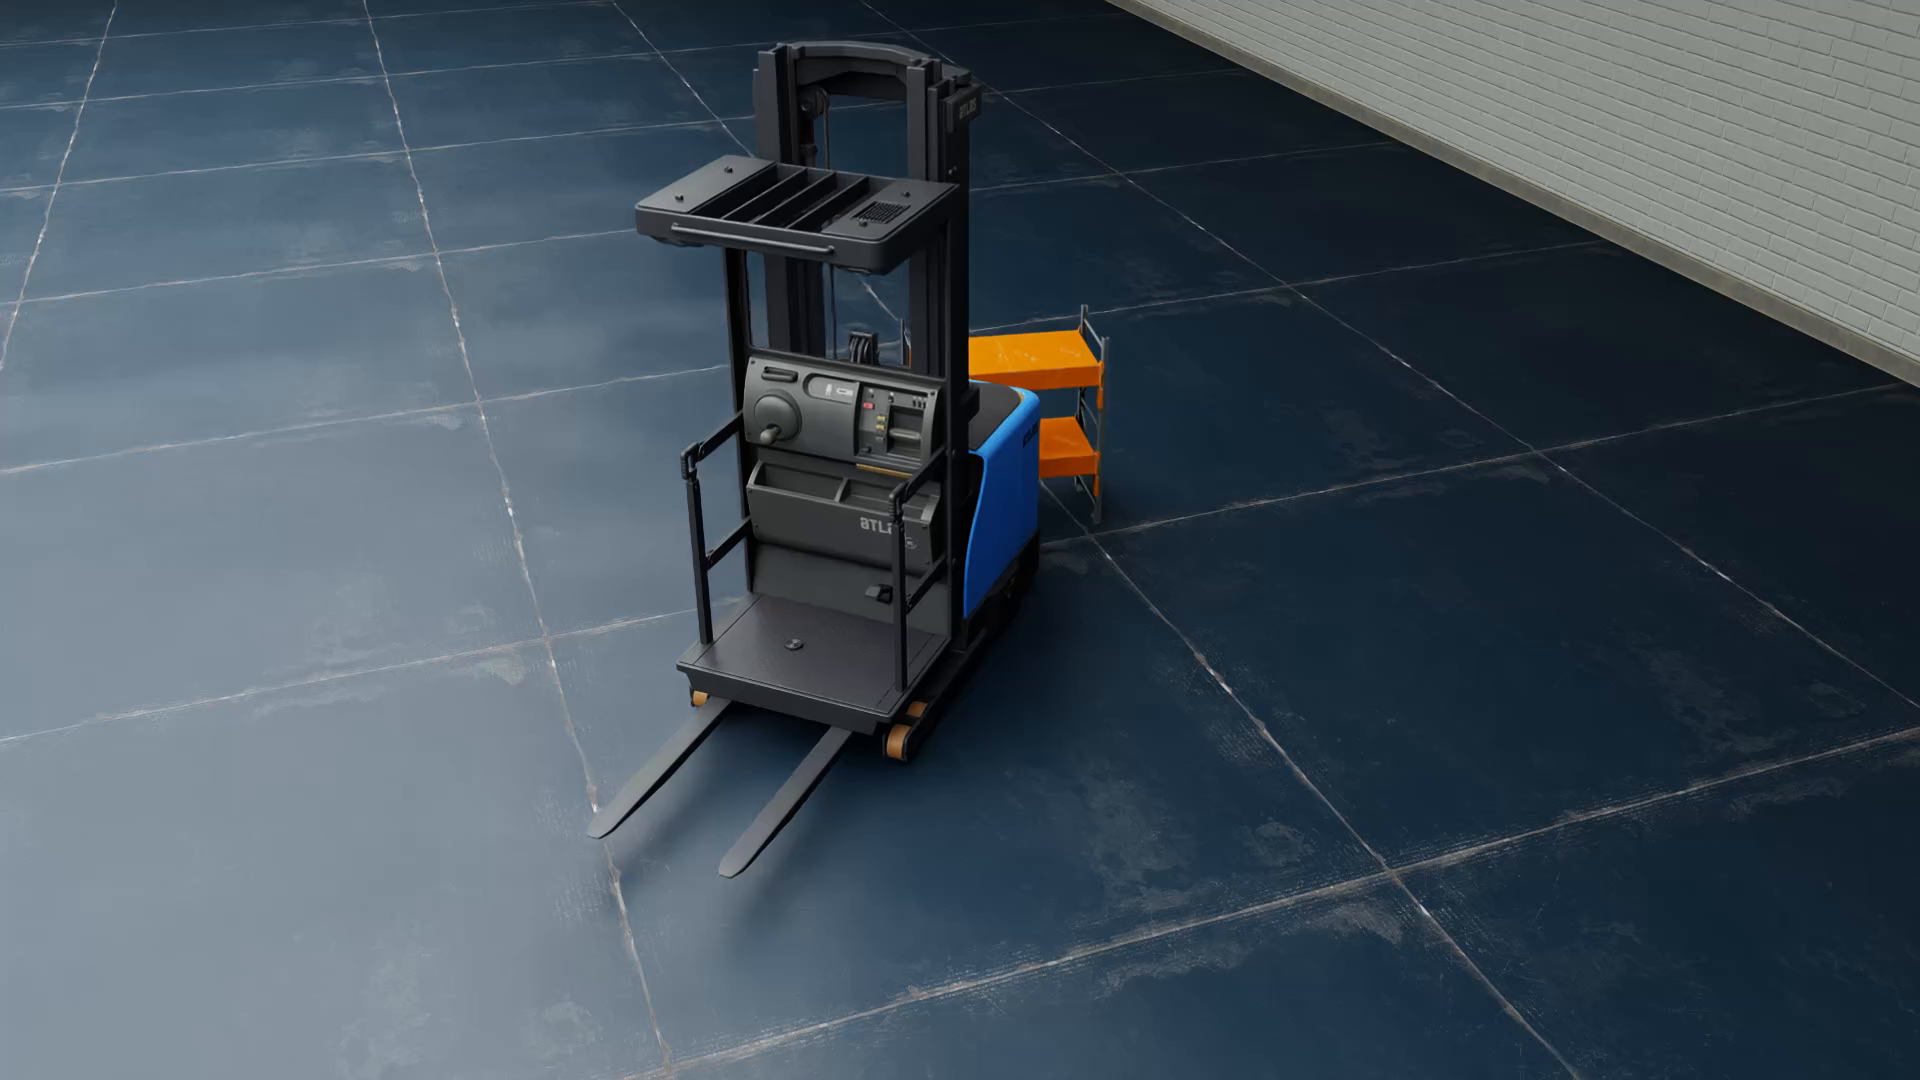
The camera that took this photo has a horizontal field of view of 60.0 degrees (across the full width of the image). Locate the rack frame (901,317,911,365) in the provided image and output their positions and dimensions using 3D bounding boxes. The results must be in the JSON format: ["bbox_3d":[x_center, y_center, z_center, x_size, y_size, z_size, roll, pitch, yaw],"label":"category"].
[{"bbox_3d":[-0.263,-0.614,9.192,0.032,1.125,0.500,-5,30,-9],"label":"rack frame"}]

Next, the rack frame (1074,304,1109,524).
[{"bbox_3d":[0.737,-0.705,9.352,0.032,1.125,0.500,-5,30,-9],"label":"rack frame"}]

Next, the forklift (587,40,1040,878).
[{"bbox_3d":[-0.615,-0.517,7.197,1.130,2.935,3.031,12,32,20],"label":"forklift"}]

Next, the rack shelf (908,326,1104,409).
[{"bbox_3d":[0.237,-0.914,9.127,1.000,0.278,0.538,-5,30,-9],"label":"rack shelf"}]

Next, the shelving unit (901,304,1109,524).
[{"bbox_3d":[0.237,-0.660,9.272,1.048,1.125,0.538,-5,30,-9],"label":"shelving unit"}]

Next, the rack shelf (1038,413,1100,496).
[{"bbox_3d":[0.237,-0.447,9.393,1.000,0.278,0.538,-5,30,-9],"label":"rack shelf"}]
